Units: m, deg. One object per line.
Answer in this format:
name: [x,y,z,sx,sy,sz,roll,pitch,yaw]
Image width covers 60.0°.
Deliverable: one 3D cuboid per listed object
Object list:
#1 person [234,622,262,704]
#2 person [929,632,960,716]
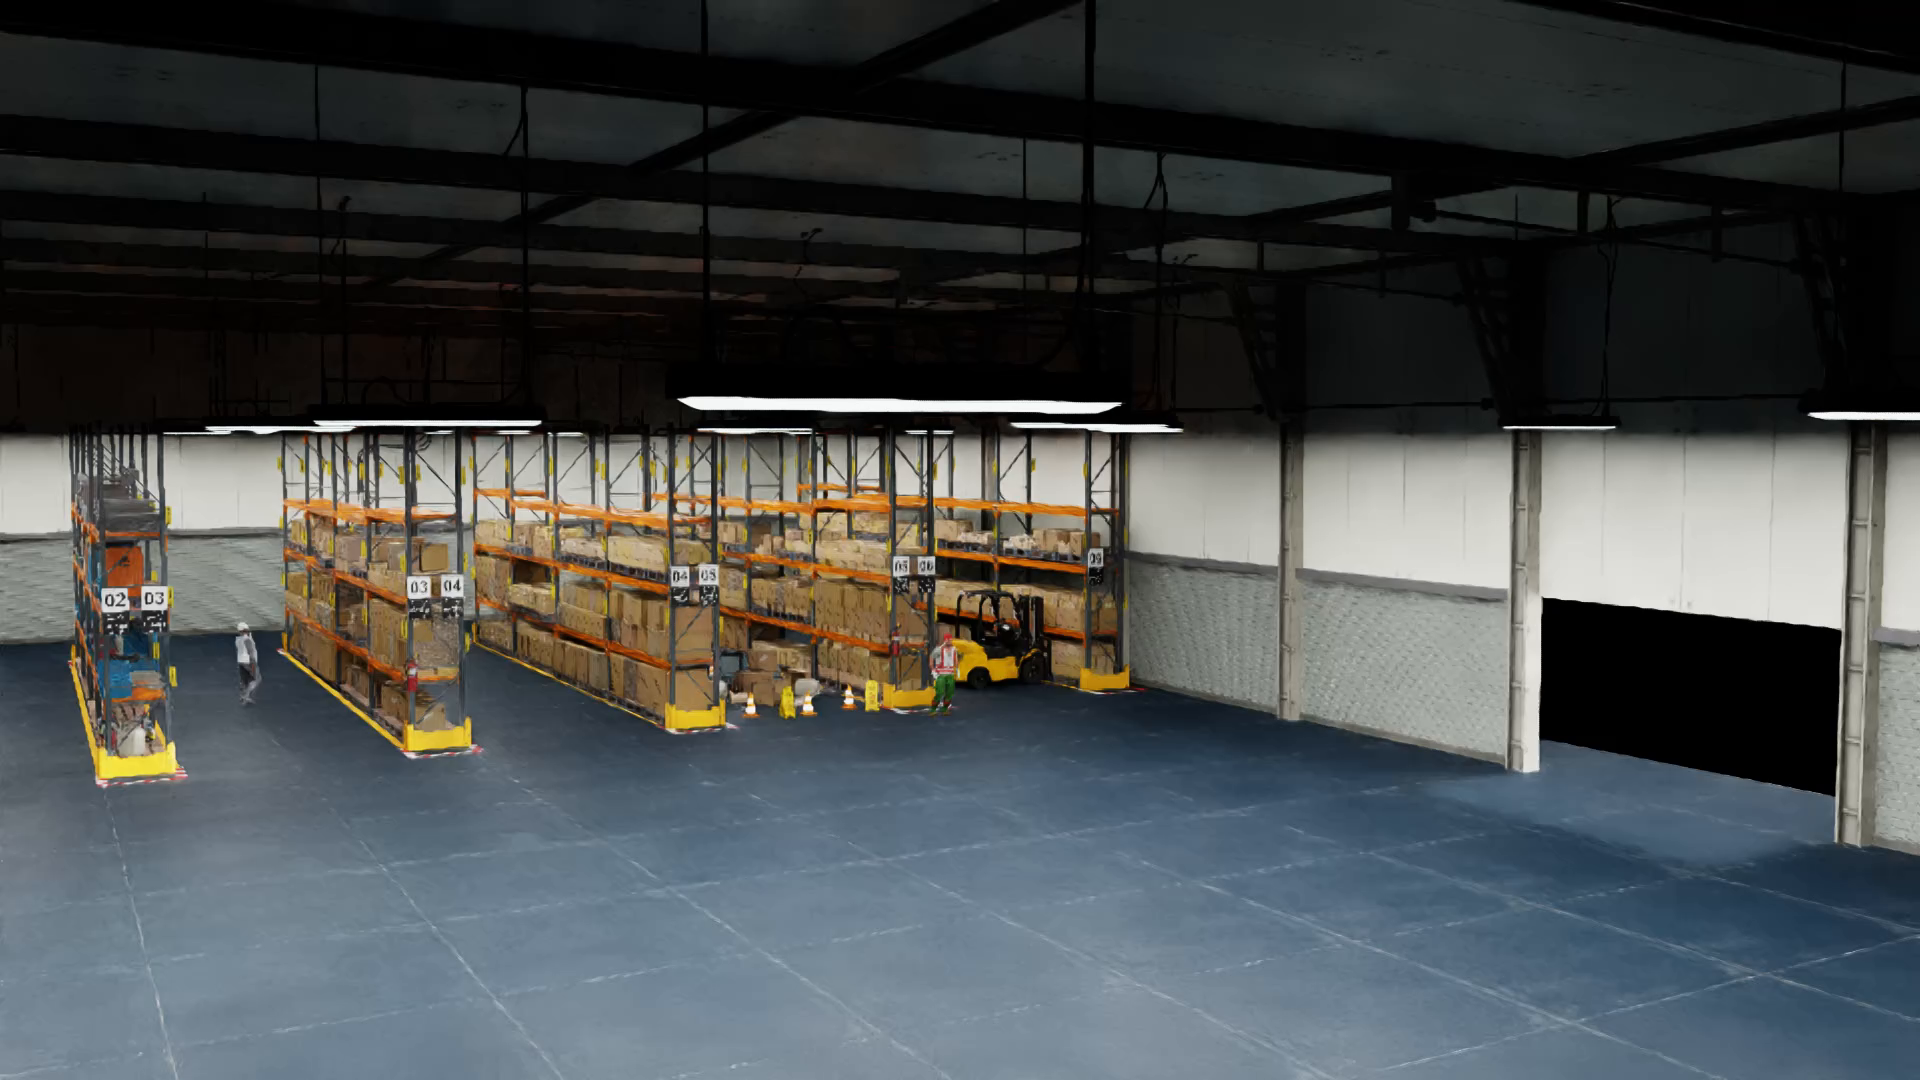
person: [-15.310,2.633,35.661,0.576,1.768,0.445,2,4,32]
person: [-0.319,2.752,34.113,0.663,1.740,0.552,-2,4,-30]
